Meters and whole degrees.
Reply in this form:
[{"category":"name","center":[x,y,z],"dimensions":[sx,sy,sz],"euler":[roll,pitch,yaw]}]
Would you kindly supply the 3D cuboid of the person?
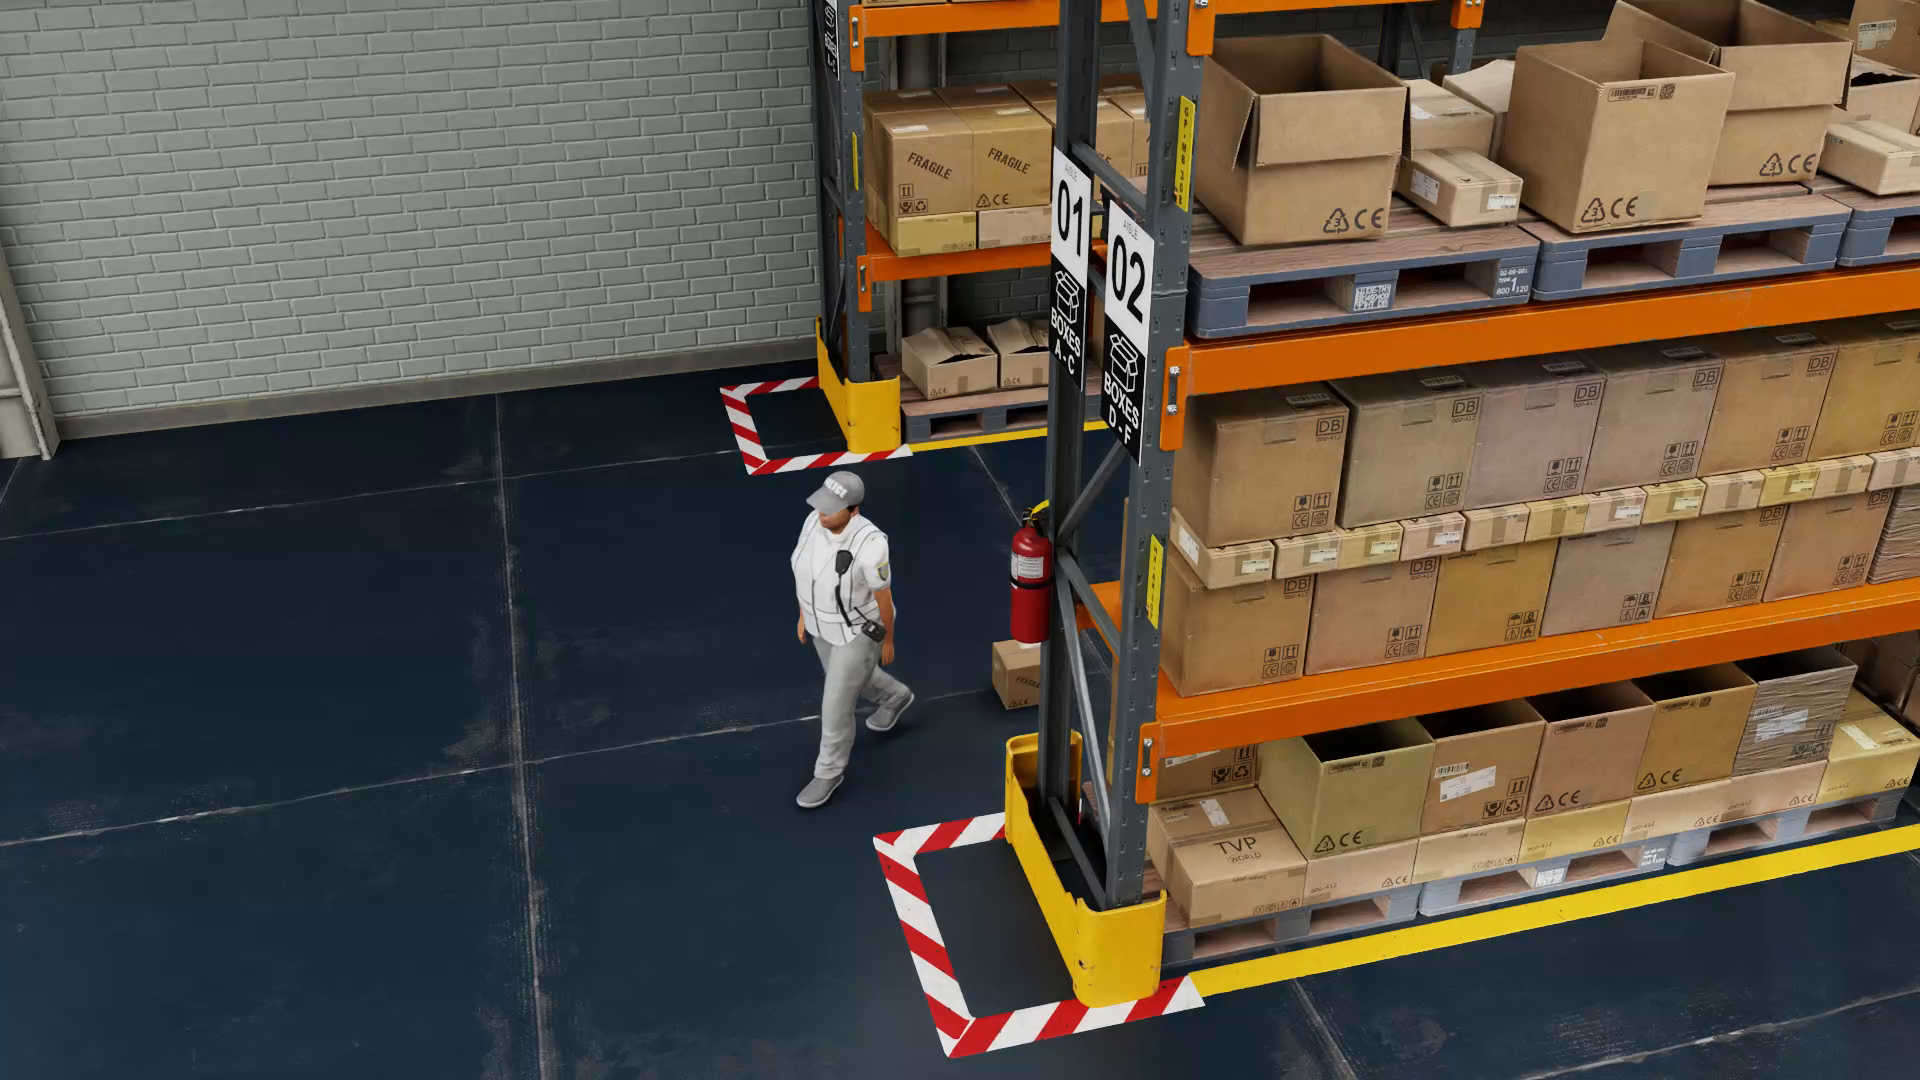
[{"category":"person","center":[-0.500,0.373,7.597],"dimensions":[0.488,1.631,0.837],"euler":[25,39,36]}]
